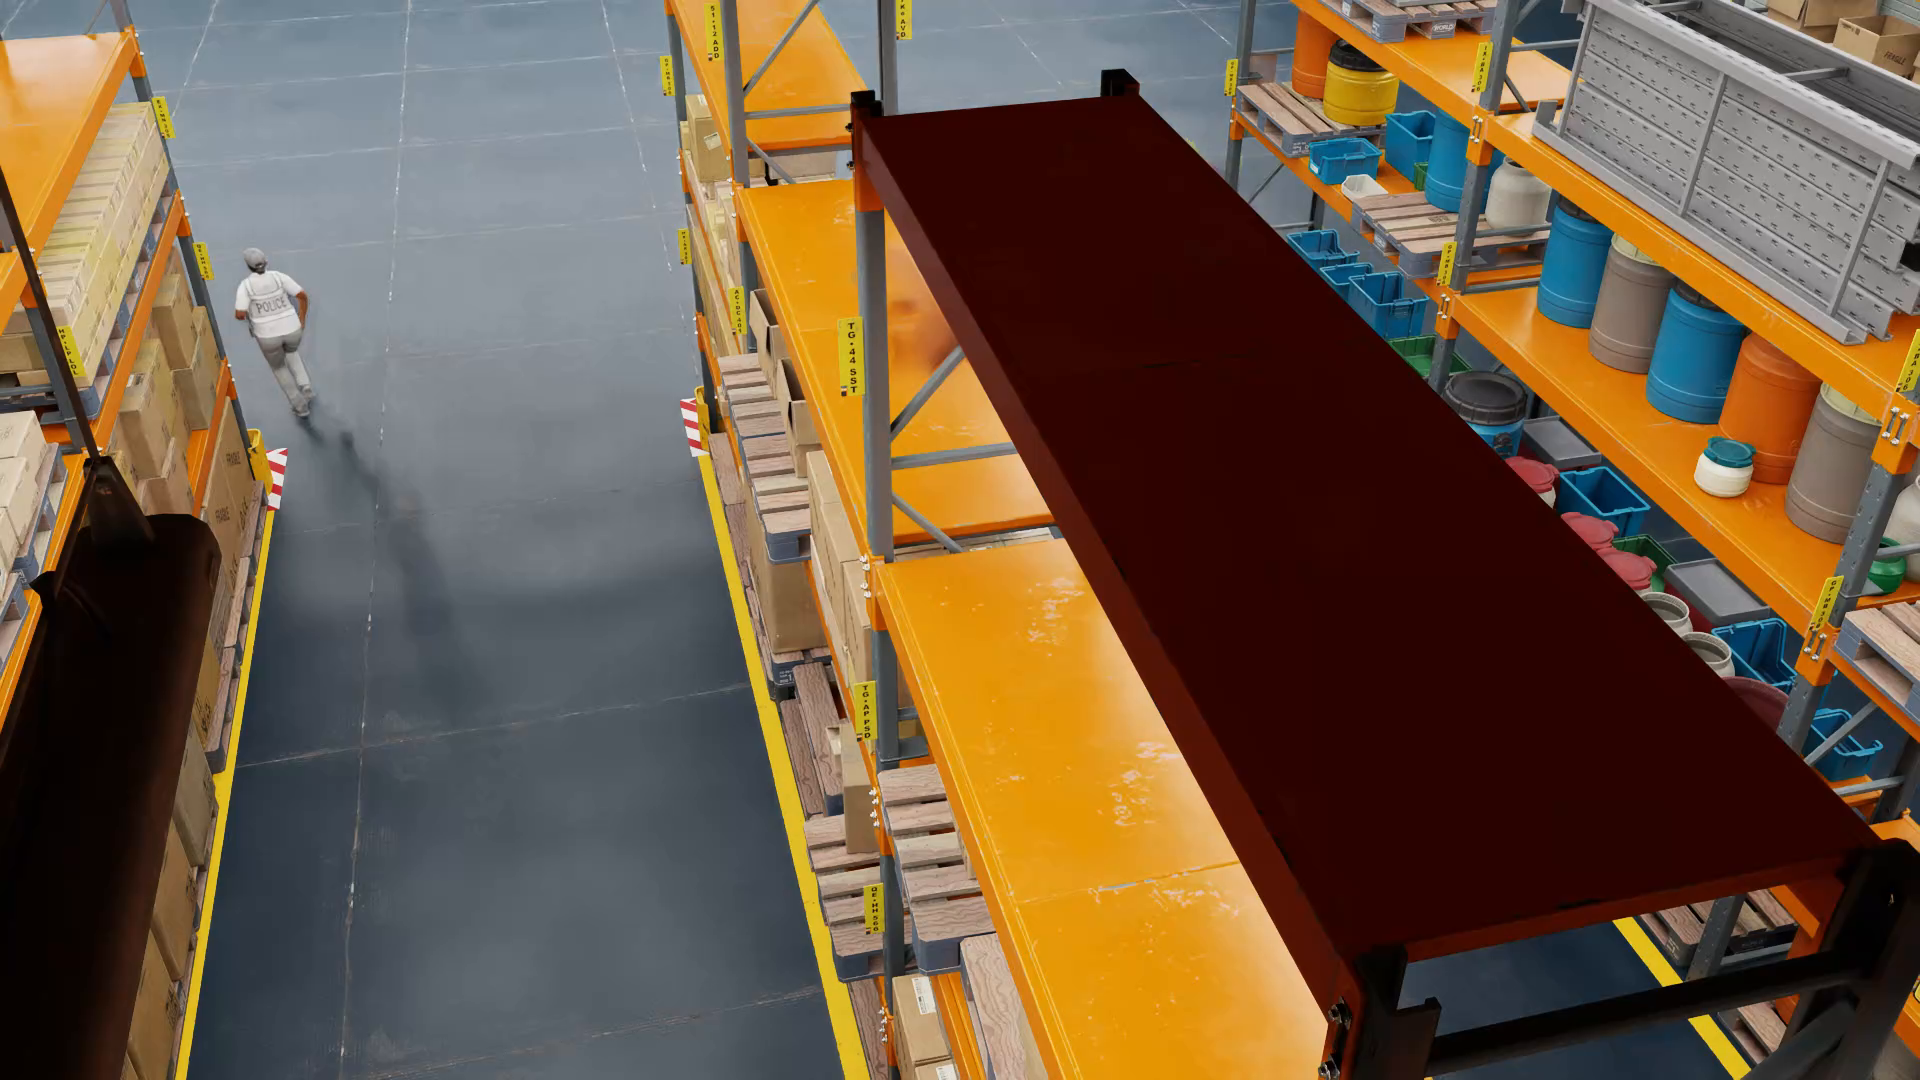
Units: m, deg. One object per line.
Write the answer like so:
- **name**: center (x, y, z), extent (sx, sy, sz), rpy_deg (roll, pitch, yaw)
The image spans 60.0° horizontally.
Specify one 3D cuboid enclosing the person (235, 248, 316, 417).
- **person**: center (-6.401, -1.956, 15.521), extent (0.626, 1.626, 0.621), rpy_deg (-27, 42, -33)
